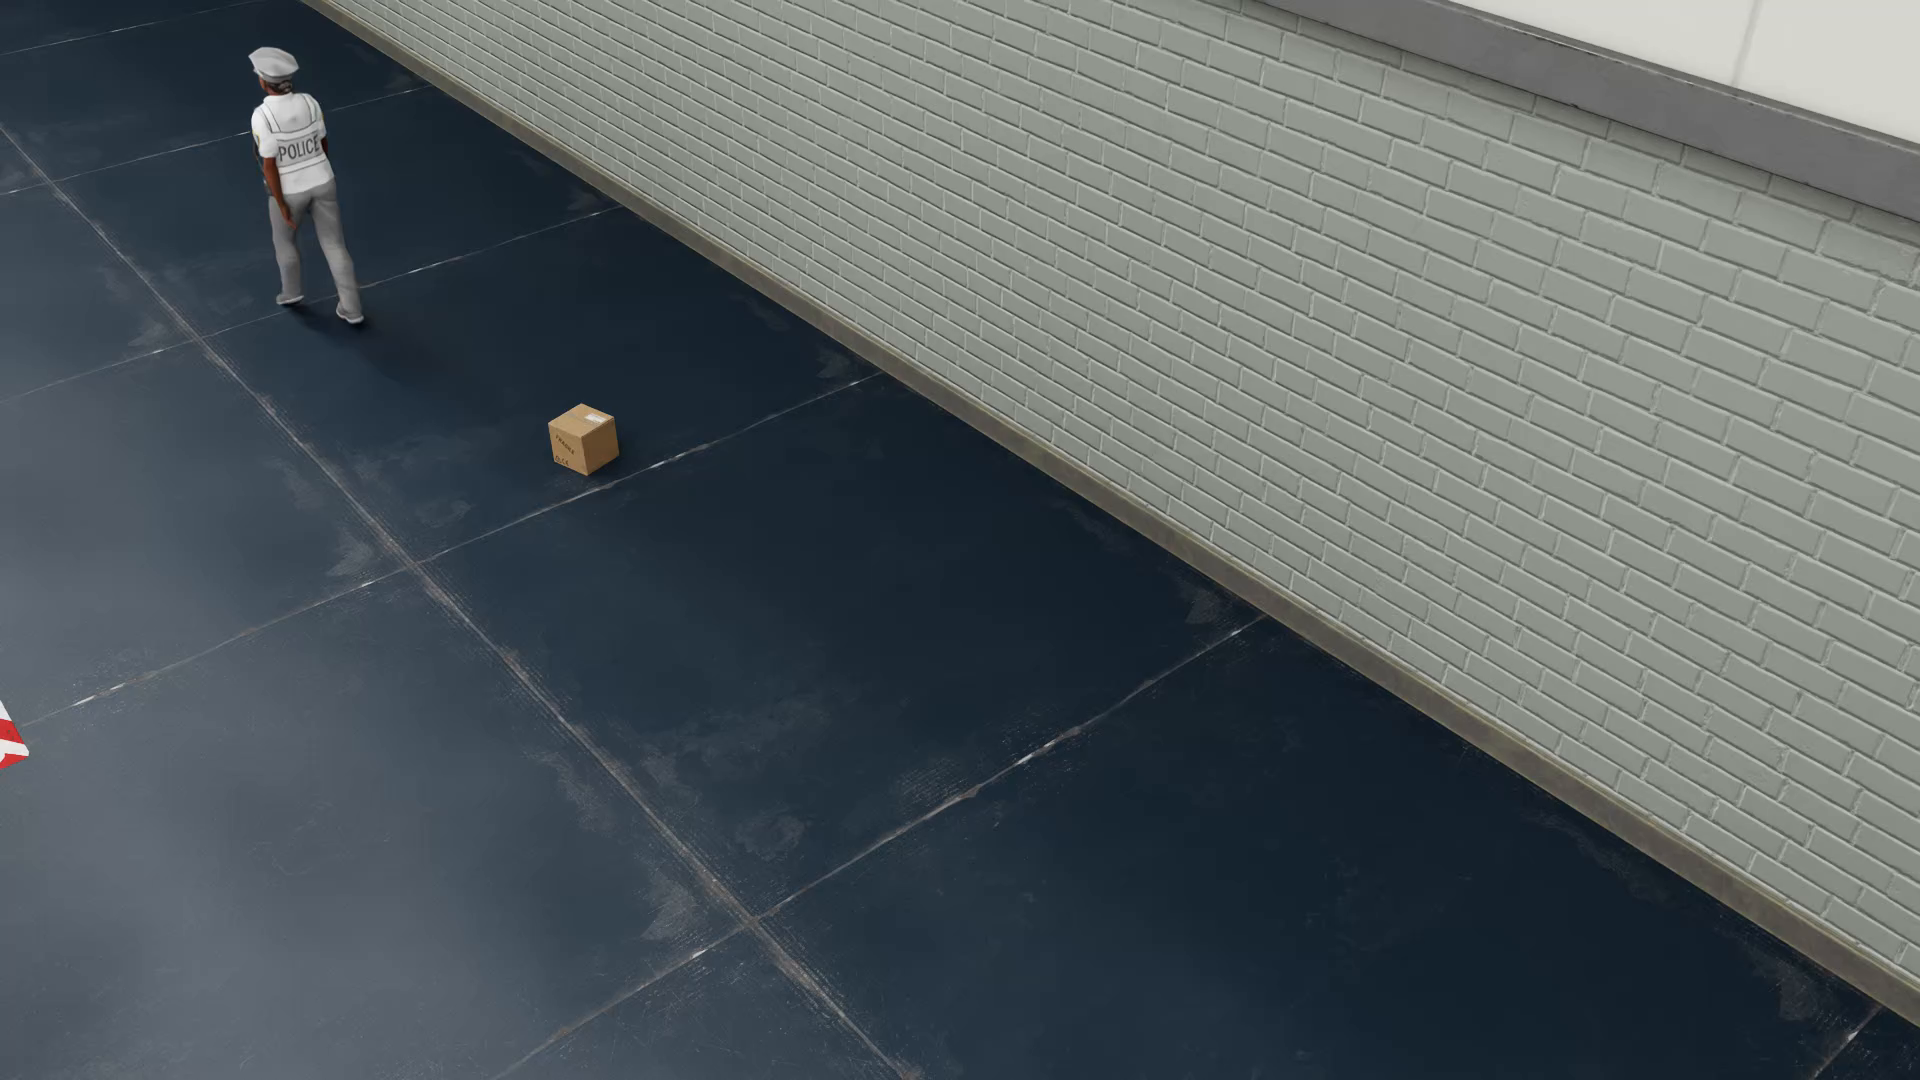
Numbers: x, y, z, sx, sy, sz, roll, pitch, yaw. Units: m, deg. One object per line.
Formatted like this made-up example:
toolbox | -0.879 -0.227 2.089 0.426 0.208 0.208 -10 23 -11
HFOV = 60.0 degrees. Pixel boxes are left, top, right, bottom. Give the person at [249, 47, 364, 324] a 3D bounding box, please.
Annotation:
person | -3.965 -2.119 9.961 0.464 1.708 0.781 -29 45 -34
